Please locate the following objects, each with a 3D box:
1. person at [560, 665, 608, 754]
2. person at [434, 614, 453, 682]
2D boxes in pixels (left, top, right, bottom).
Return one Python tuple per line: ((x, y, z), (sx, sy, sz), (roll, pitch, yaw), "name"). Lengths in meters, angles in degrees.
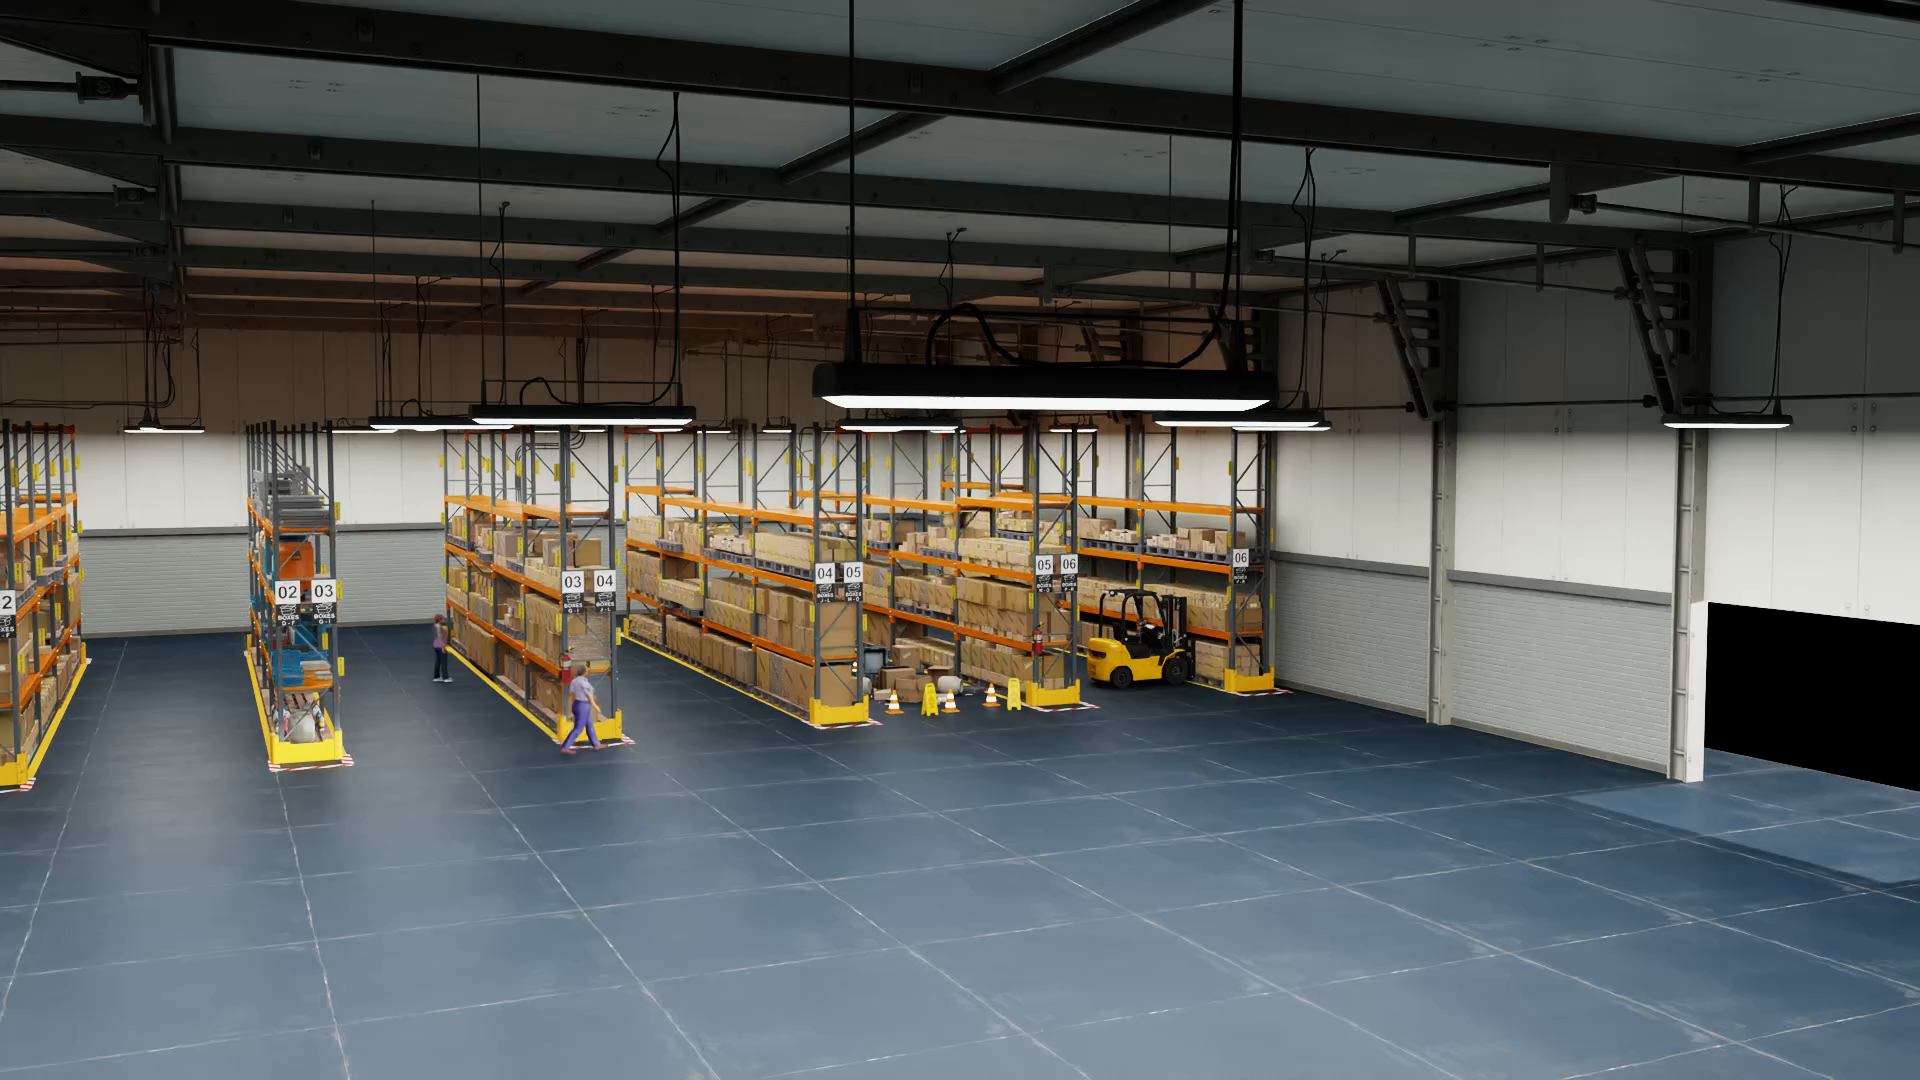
((-6.768, 3.036, 29.973), (1.010, 1.588, 0.507), (-3, 4, -37), "person")
((-12.008, 2.505, 38.629), (0.403, 1.594, 0.487), (-2, 4, -31), "person")
